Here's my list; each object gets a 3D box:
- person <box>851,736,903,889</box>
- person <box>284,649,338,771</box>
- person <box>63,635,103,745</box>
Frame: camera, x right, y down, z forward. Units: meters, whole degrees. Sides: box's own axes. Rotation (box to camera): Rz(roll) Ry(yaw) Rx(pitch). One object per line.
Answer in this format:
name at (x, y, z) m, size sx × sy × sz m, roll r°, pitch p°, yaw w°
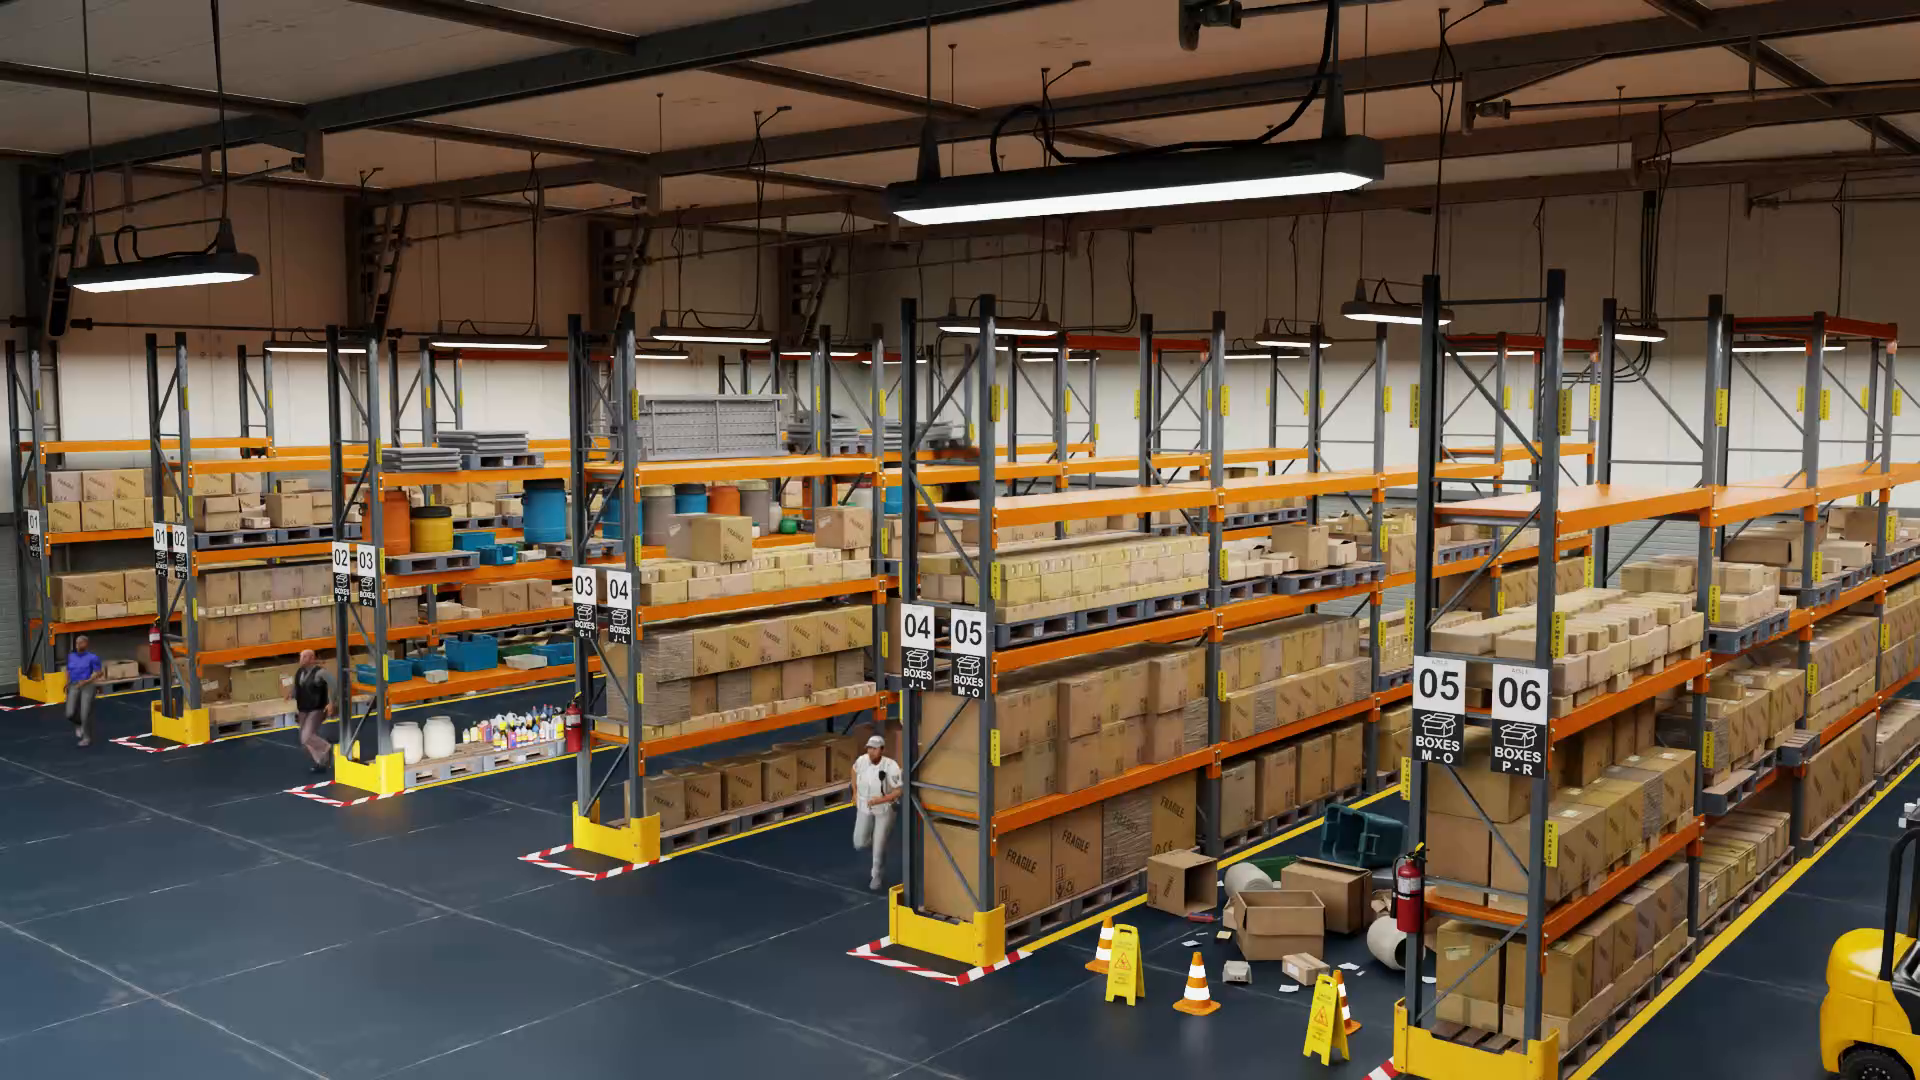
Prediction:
person at (-0.898, 2.823, 17.281) m, size 0.645 × 1.619 × 0.623 m, roll 2°, pitch 6°, yaw 21°
person at (-8.788, 2.310, 22.471) m, size 0.679 × 1.678 × 0.608 m, roll 2°, pitch 6°, yaw 25°
person at (-12.789, 2.193, 24.194) m, size 0.574 × 1.611 × 0.544 m, roll 0°, pitch 5°, yaw -4°
